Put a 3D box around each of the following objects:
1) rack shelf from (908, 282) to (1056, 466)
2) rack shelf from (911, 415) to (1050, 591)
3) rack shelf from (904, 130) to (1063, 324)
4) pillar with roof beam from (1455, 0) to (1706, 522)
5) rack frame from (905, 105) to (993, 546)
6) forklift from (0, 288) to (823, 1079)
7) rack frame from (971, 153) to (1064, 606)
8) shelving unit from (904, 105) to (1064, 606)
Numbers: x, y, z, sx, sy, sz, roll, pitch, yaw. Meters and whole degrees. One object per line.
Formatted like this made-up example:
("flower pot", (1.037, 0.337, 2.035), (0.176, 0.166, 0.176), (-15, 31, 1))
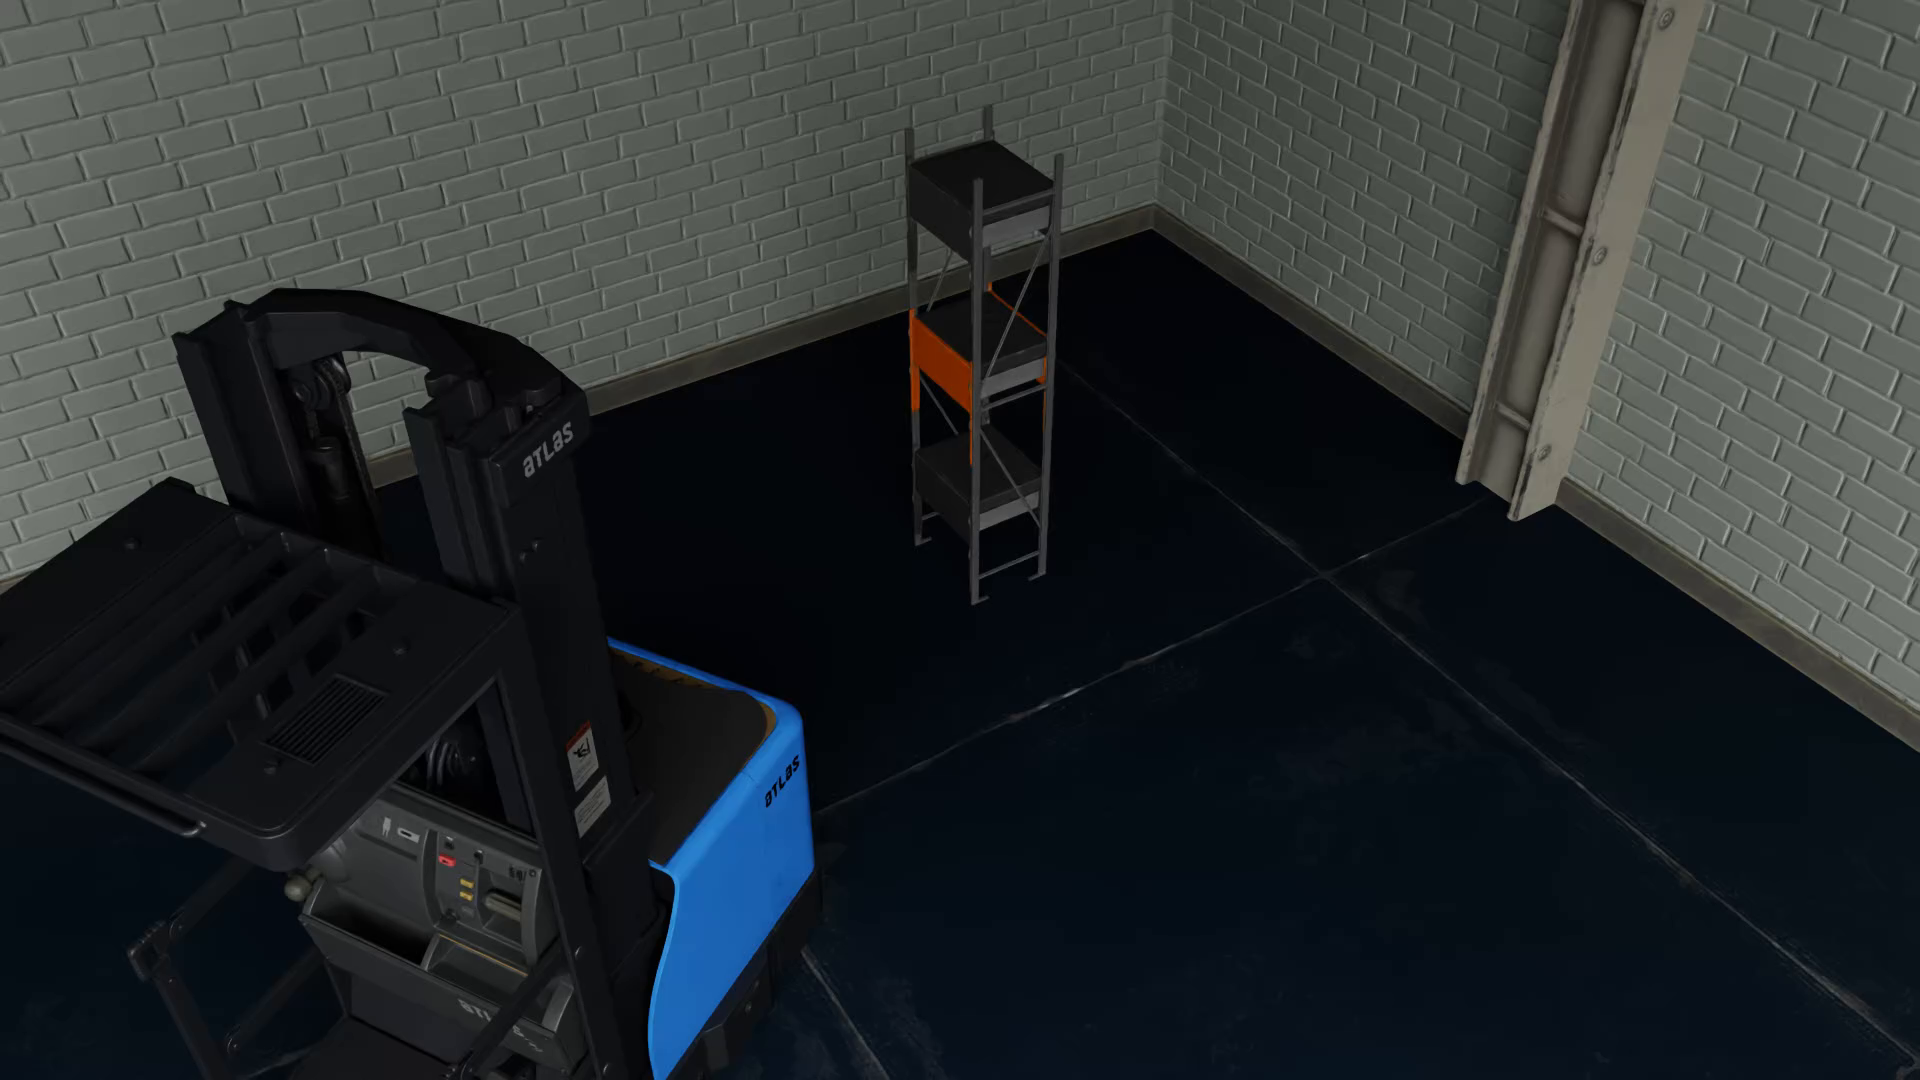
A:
("rack shelf", (0.089, -0.707, 7.040), (0.431, 0.518, 0.480), (-22, 45, -24))
("rack shelf", (0.089, -0.169, 7.488), (0.431, 0.518, 0.480), (-22, 45, -24))
("rack shelf", (0.089, -1.245, 6.592), (0.431, 0.518, 0.480), (-22, 45, -24))
("pillar with roof beam", (-0.968, -2.220, 3.445), (9.100, 9.000, 0.400), (-22, 45, -24))
("rack frame", (-0.042, -0.849, 7.189), (0.400, 2.100, 0.015), (-22, 45, -24))
("forklift", (-1.607, 0.958, 4.371), (1.130, 2.935, 3.031), (18, 43, 20))
("rack frame", (0.220, -0.586, 6.873), (0.400, 2.100, 0.015), (-22, 45, -24))
("shelving unit", (0.089, -0.717, 7.031), (0.431, 2.100, 0.503), (-22, 45, -24))
